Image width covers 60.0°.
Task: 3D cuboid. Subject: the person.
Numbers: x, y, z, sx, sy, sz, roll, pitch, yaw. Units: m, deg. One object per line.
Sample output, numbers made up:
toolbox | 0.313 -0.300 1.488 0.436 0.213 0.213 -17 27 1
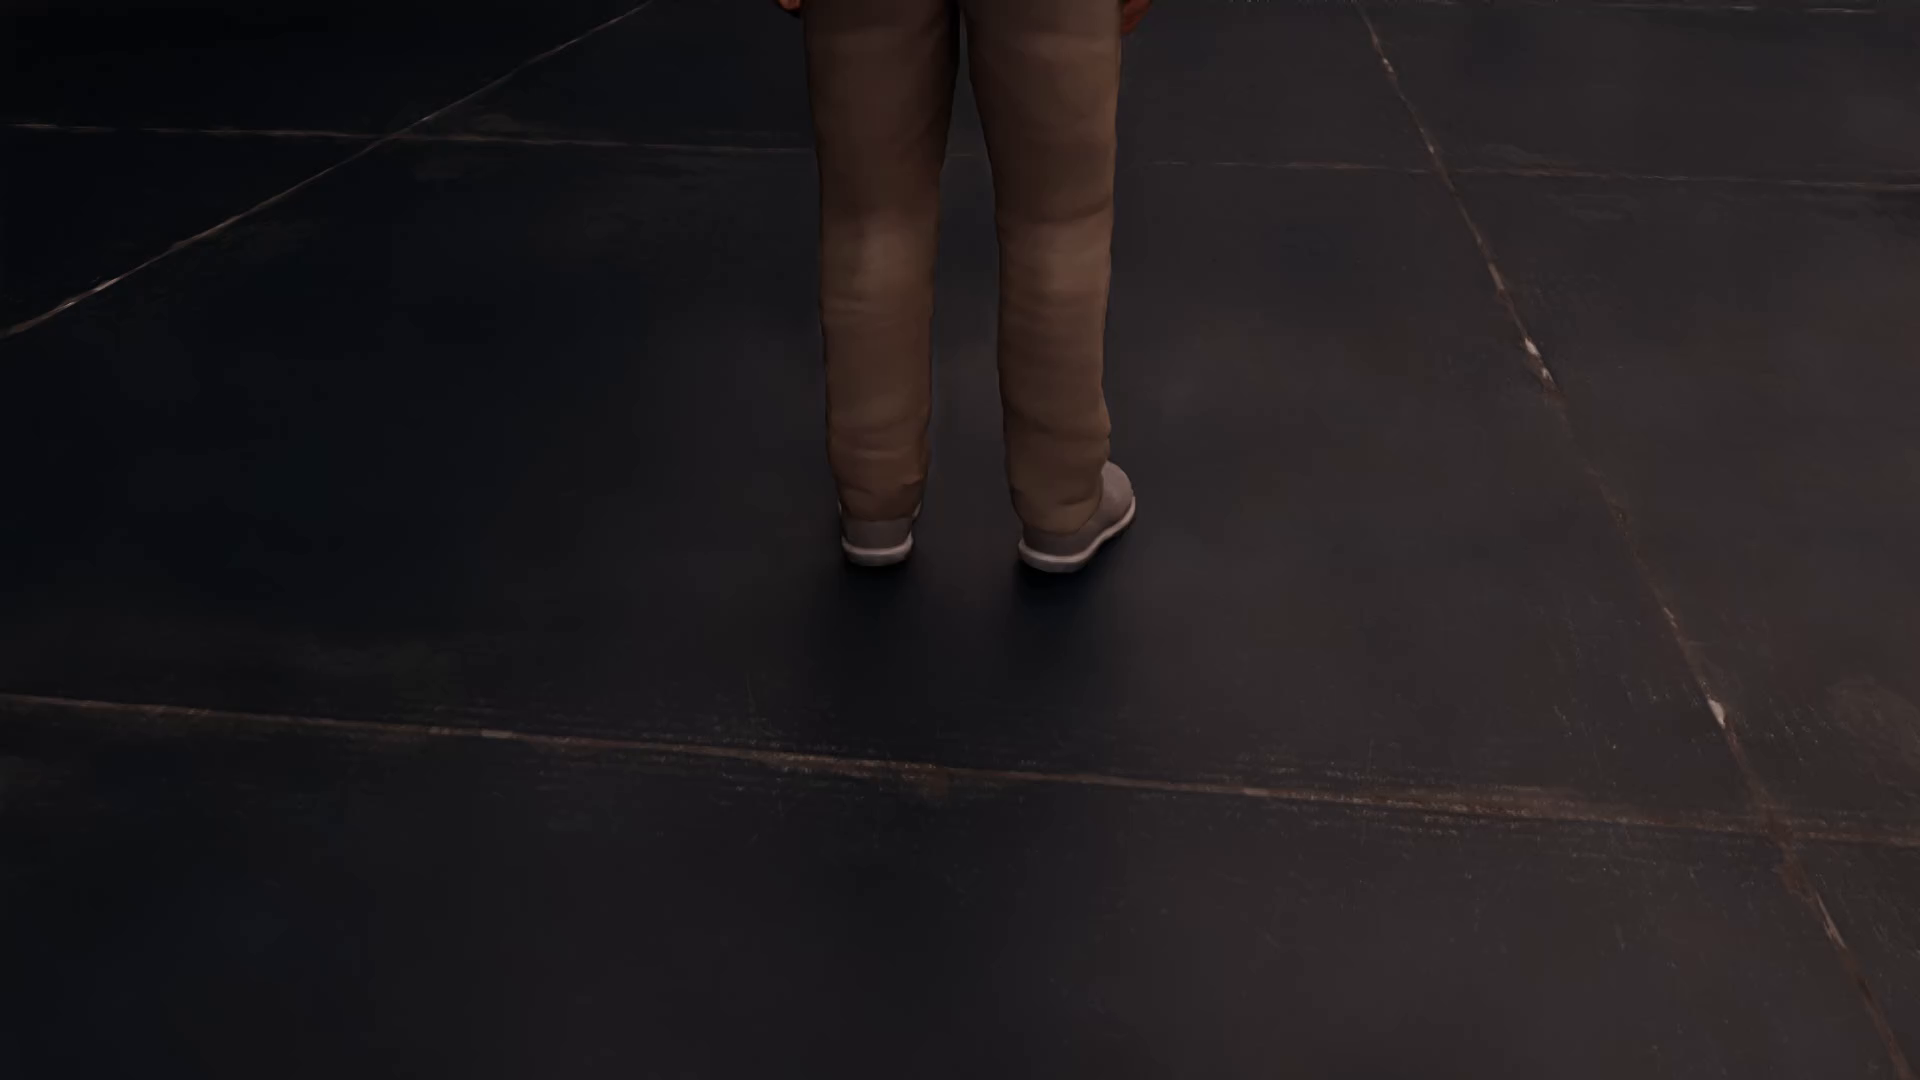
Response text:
person | 0.003 -0.784 2.137 0.523 1.730 0.365 3 27 7
